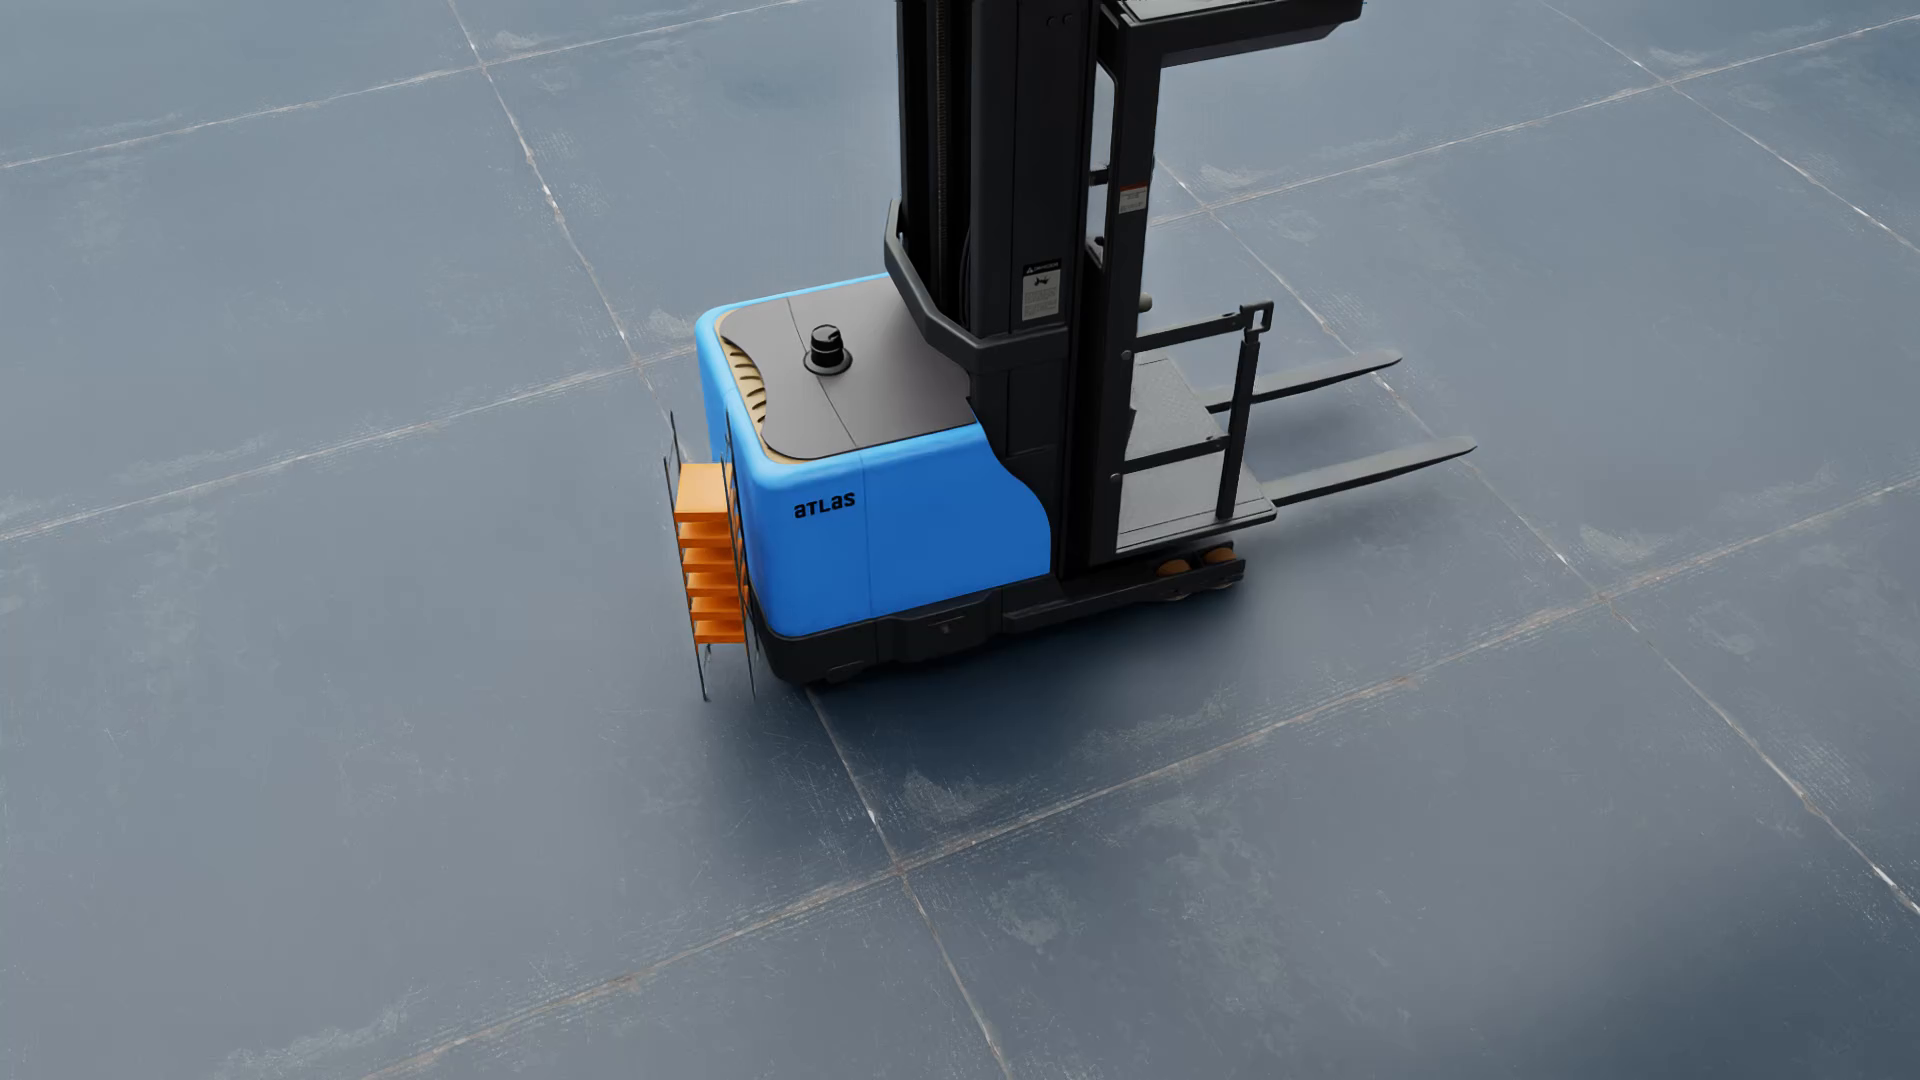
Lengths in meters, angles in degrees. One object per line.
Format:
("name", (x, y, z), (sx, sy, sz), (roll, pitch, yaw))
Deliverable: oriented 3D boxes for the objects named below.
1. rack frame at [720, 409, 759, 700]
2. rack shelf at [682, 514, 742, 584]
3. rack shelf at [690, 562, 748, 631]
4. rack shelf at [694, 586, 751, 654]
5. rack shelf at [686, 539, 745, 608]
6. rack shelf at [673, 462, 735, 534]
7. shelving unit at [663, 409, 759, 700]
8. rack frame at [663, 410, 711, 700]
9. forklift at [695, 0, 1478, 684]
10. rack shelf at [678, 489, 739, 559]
("rack frame", (-0.765, 0.079, 5.815), (0.006, 1.200, 0.240), (-1, 45, -1))
("rack shelf", (-0.856, 0.027, 5.761), (0.180, 0.103, 0.258), (-1, 45, -1))
("rack shelf", (-0.856, 0.198, 5.929), (0.180, 0.103, 0.258), (-1, 45, -1))
("rack shelf", (-0.856, 0.283, 6.014), (0.180, 0.103, 0.258), (-1, 45, -1))
("rack shelf", (-0.856, 0.112, 5.845), (0.180, 0.103, 0.258), (-1, 45, -1))
("rack shelf", (-0.856, -0.144, 5.592), (0.180, 0.103, 0.258), (-1, 45, -1))
("shelving unit", (-0.856, 0.081, 5.814), (0.189, 1.200, 0.258), (-1, 45, -1))
("rack frame", (-0.948, 0.082, 5.813), (0.006, 1.200, 0.240), (-1, 45, -1))
("forklift", (0.592, -1.143, 5.821), (3.031, 2.935, 1.130), (-14, 46, -14))
("rack shelf", (-0.856, -0.059, 5.677), (0.180, 0.103, 0.258), (-1, 45, -1))
